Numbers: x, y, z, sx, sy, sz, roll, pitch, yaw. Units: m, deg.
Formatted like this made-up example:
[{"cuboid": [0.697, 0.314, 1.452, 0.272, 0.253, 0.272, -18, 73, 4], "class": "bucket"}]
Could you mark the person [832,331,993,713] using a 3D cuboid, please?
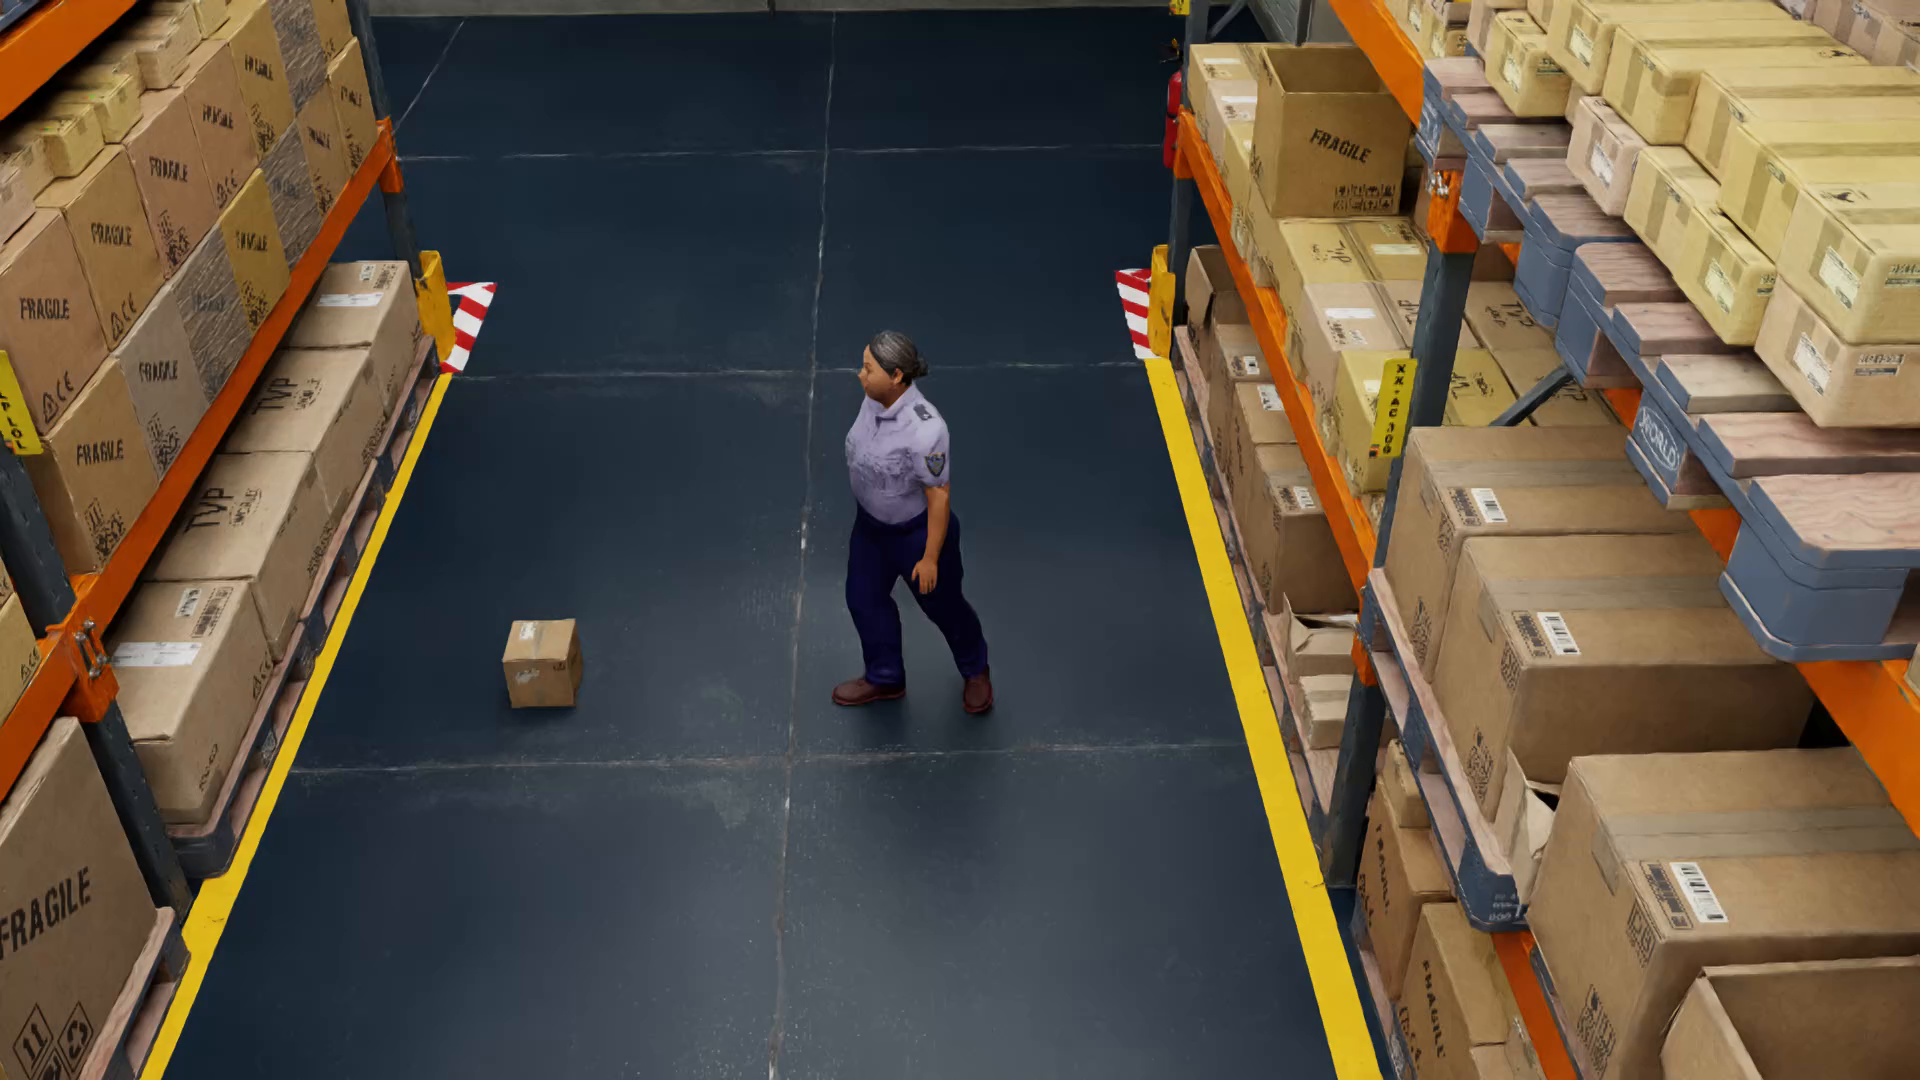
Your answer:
[{"cuboid": [-0.184, -0.051, 6.248, 0.605, 1.625, 0.584, -23, 41, -28], "class": "person"}]
